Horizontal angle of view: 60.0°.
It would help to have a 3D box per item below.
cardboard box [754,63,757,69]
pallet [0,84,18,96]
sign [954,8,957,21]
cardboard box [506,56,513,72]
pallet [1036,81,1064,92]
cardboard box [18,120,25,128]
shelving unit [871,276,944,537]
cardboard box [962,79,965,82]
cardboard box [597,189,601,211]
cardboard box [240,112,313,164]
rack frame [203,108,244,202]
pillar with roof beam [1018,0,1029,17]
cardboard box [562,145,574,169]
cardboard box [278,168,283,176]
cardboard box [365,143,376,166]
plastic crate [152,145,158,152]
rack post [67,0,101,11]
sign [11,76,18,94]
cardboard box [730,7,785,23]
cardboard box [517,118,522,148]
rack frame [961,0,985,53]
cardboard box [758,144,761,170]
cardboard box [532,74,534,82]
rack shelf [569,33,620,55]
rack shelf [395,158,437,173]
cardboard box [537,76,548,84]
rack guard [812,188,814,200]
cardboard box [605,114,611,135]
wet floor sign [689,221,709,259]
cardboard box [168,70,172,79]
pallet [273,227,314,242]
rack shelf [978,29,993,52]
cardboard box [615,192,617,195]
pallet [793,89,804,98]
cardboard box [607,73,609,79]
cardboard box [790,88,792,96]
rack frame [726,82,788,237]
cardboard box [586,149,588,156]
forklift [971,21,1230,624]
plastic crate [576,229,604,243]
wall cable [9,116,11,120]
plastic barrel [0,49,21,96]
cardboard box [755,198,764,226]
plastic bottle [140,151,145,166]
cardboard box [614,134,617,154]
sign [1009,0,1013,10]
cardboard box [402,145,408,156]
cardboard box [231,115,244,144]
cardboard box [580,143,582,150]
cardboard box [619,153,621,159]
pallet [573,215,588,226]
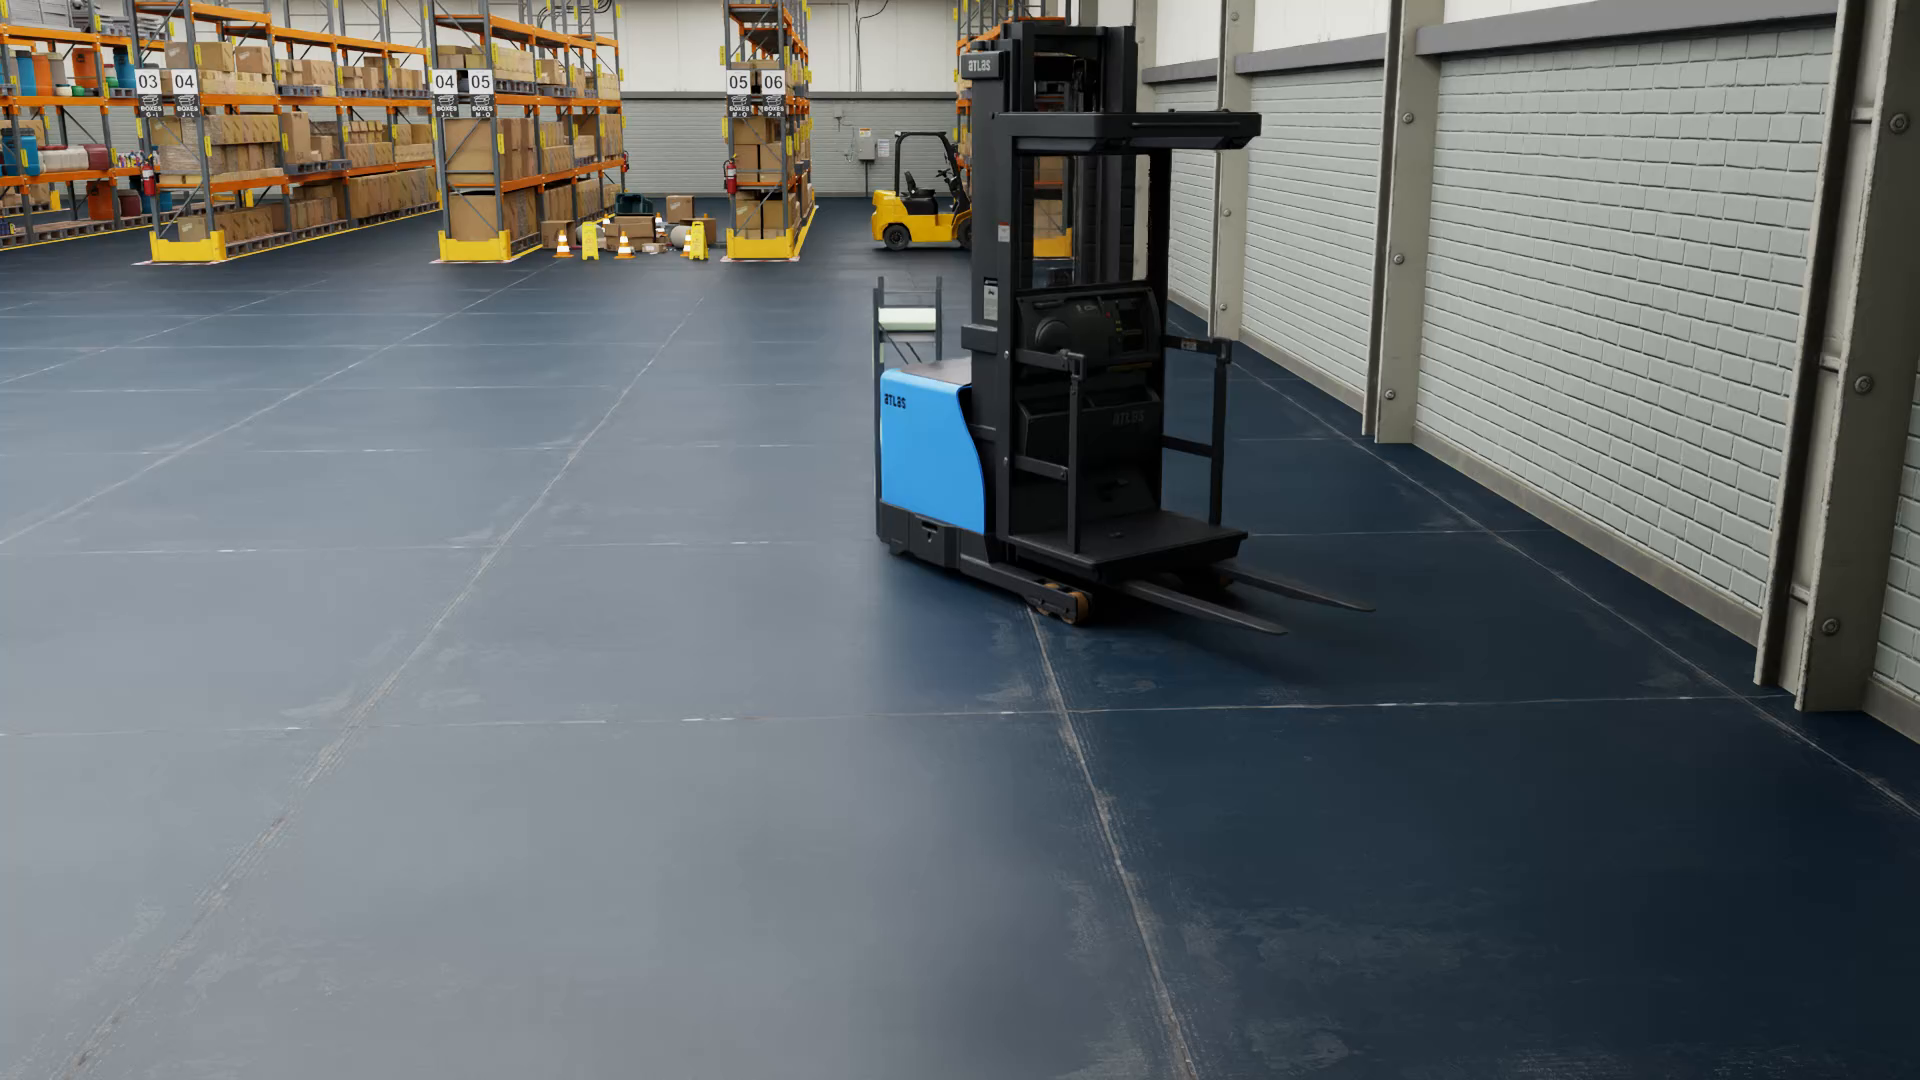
[{"bbox_3d":[-3.829,-8.459,29.766,0.380,0.149,0.250,-1,14,-3],"label":"cardboard box"},{"bbox_3d":[-18.477,-8.419,31.086,1.213,0.211,1.003,-1,14,-3],"label":"pallet"},{"bbox_3d":[-0.116,-13.915,44.014,0.100,0.325,0.005,-1,14,-3],"label":"sign"},{"bbox_3d":[-8.310,-8.520,29.762,0.500,0.250,0.500,-1,14,-4],"label":"cardboard box"},{"bbox_3d":[1.399,-8.134,29.777,1.003,0.211,1.213,-1,14,-3],"label":"pallet"},{"bbox_3d":[-23.936,-10.316,41.894,0.500,0.500,0.500,0,14,-2],"label":"cardboard box"},{"bbox_3d":[-0.313,-0.841,10.283,0.431,1.500,0.755,0,14,0],"label":"shelving unit"},{"bbox_3d":[0.254,-11.178,40.295,0.380,0.149,0.250,0,14,-2],"label":"cardboard box"},{"bbox_3d":[-8.918,-8.166,39.917,0.500,0.500,0.500,-1,14,-5],"label":"cardboard box"},{"bbox_3d":[-13.585,-8.006,33.074,1.000,1.000,1.000,-1,14,-3],"label":"cardboard box"},{"bbox_3d":[-19.360,-10.220,43.727,0.949,2.616,0.053,-1,14,-3],"label":"rack frame"},{"bbox_3d":[-2.767,-12.558,40.775,9.100,9.000,0.400,-1,14,-3],"label":"pillar with roof beam"},{"bbox_3d":[-8.671,-8.299,36.060,0.500,0.500,0.500,-1,14,-3],"label":"cardboard box"},{"bbox_3d":[-13.369,-7.141,32.266,0.380,0.149,0.250,-1,14,-3],"label":"cardboard box"},{"bbox_3d":[-13.781,-8.860,38.242,0.500,0.500,0.500,-1,14,-3],"label":"cardboard box"},{"bbox_3d":[-19.484,-9.357,40.286,0.392,0.384,0.575,-1,14,-3],"label":"plastic crate"},{"bbox_3d":[-19.013,-11.578,35.930,0.624,0.289,0.986,-1,14,-3],"label":"rack post"},{"bbox_3d":[-18.070,-8.698,31.775,0.100,0.325,0.005,-1,14,-3],"label":"sign"},{"bbox_3d":[-3.661,-9.592,30.411,0.871,0.071,3.696,-1,14,-4],"label":"cardboard box"},{"bbox_3d":[-8.684,-7.595,31.058,0.875,0.550,0.550,-1,14,-3],"label":"cardboard box"},{"bbox_3d":[0.422,-13.432,44.173,0.949,2.616,0.053,-1,14,-3],"label":"rack frame"},{"bbox_3d":[-3.872,-6.918,30.096,0.500,0.500,0.500,-1,14,-3],"label":"cardboard box"},{"bbox_3d":[-8.378,-8.861,31.885,0.380,0.149,0.250,-1,14,-4],"label":"cardboard box"},{"bbox_3d":[-9.339,-12.406,41.634,1.077,0.370,4.000,-1,14,-3],"label":"rack shelf"},{"bbox_3d":[-14.296,-9.451,42.181,1.077,0.370,4.000,-1,14,-3],"label":"rack shelf"},{"bbox_3d":[-8.547,-9.299,33.588,0.380,0.149,0.250,-1,14,-3],"label":"cardboard box"},{"bbox_3d":[-4.530,-9.245,44.954,1.175,0.500,0.348,-1,14,-3],"label":"rack guard"},{"bbox_3d":[-9.047,-10.400,41.624,0.507,0.500,0.507,-1,14,-3],"label":"cardboard box"},{"bbox_3d":[-4.593,-5.266,29.199,0.267,0.644,0.232,4,15,16],"label":"wet floor sign"},{"bbox_3d":[-13.656,-8.021,28.662,0.380,0.149,0.250,-1,14,-5],"label":"cardboard box"},{"bbox_3d":[-13.726,-6.155,33.525,1.003,0.211,1.213,-1,14,-3],"label":"pallet"},{"bbox_3d":[1.045,-10.403,34.646,1.077,0.370,4.000,-1,14,-3],"label":"rack shelf"},{"bbox_3d":[-9.066,-8.930,42.995,0.380,0.149,0.250,-1,14,-3],"label":"cardboard box"},{"bbox_3d":[-4.126,-9.980,37.155,1.213,0.211,1.003,0,14,-1],"label":"pallet"},{"bbox_3d":[-9.076,-11.702,41.965,0.380,0.149,0.250,-1,14,-5],"label":"cardboard box"},{"bbox_3d":[-3.461,-8.722,32.390,0.380,0.149,0.250,-1,14,-3],"label":"cardboard box"},{"bbox_3d":[-3.537,-6.470,29.153,1.000,3.000,0.127,-1,14,-3],"label":"rack frame"},{"bbox_3d":[-8.924,-9.081,38.962,0.380,0.149,0.250,-2,15,-6],"label":"cardboard box"},{"bbox_3d":[0.805,-1.132,8.545,1.121,2.935,3.031,-10,18,-35],"label":"forklift"},{"bbox_3d":[-7.401,-6.006,32.879,0.450,0.188,0.662,-4,11,28],"label":"plastic crate"},{"bbox_3d":[-29.245,-12.881,48.261,3.097,2.526,0.112,-1,14,-3],"label":"wall cable"},{"bbox_3d":[-18.908,-9.217,32.802,0.600,0.901,0.600,0,14,0],"label":"plastic barrel"},{"bbox_3d":[-3.883,-6.030,30.613,0.500,0.500,0.500,0,14,-1],"label":"cardboard box"},{"bbox_3d":[-18.663,-8.704,37.933,0.144,0.351,0.185,-1,14,-3],"label":"plastic bottle"},{"bbox_3d":[-9.110,-10.178,42.768,0.500,0.500,0.500,-1,14,-3],"label":"cardboard box"},{"bbox_3d":[1.227,-12.977,40.209,0.100,0.325,0.005,-1,14,-3],"label":"sign"},{"bbox_3d":[-13.965,-9.618,41.090,0.500,0.250,0.500,-1,14,-4],"label":"cardboard box"},{"bbox_3d":[-13.247,-7.384,29.900,0.500,0.500,0.500,-1,14,-3],"label":"cardboard box"},{"bbox_3d":[-8.878,-9.028,38.157,0.380,0.149,0.250,-1,14,-4],"label":"cardboard box"},{"bbox_3d":[-9.160,-10.149,43.957,0.380,0.149,0.250,-1,14,-3],"label":"cardboard box"},{"bbox_3d":[-9.014,-7.202,37.594,1.003,0.211,1.213,-1,14,-3],"label":"pallet"}]
